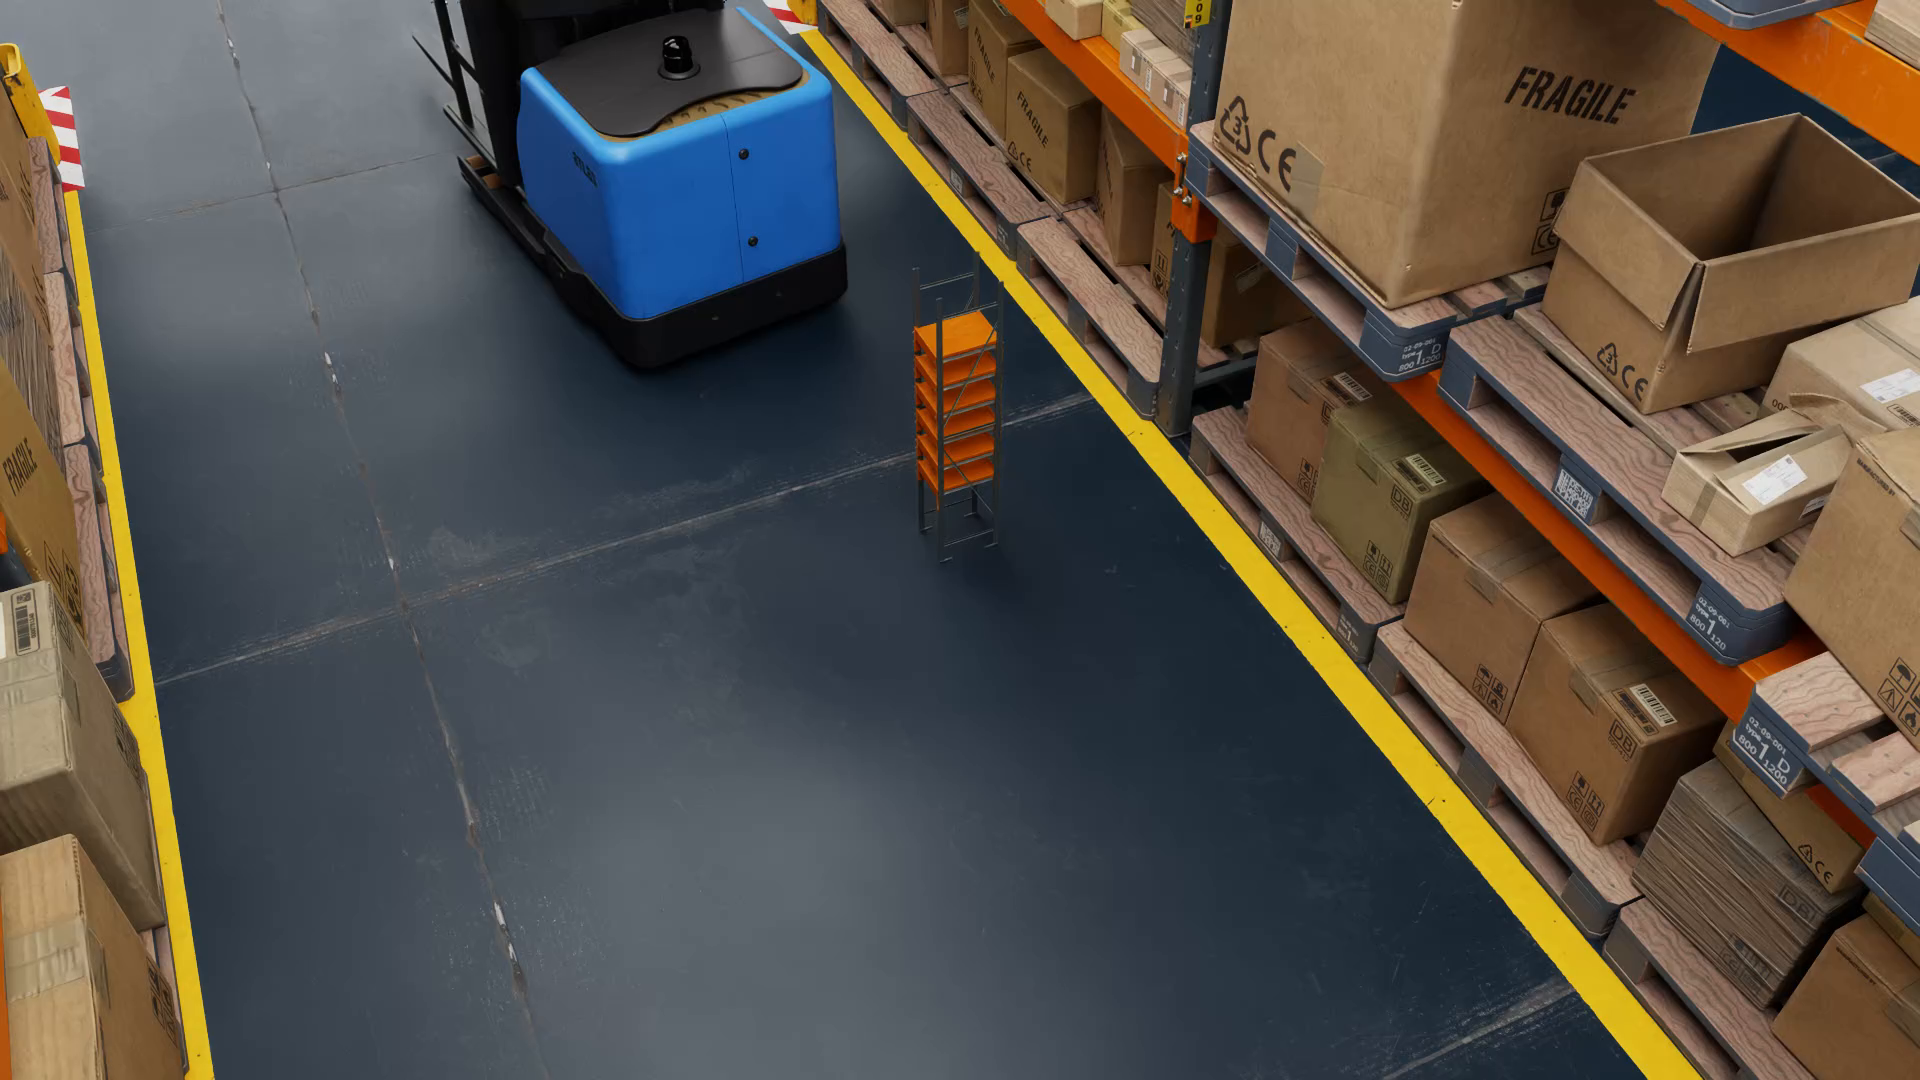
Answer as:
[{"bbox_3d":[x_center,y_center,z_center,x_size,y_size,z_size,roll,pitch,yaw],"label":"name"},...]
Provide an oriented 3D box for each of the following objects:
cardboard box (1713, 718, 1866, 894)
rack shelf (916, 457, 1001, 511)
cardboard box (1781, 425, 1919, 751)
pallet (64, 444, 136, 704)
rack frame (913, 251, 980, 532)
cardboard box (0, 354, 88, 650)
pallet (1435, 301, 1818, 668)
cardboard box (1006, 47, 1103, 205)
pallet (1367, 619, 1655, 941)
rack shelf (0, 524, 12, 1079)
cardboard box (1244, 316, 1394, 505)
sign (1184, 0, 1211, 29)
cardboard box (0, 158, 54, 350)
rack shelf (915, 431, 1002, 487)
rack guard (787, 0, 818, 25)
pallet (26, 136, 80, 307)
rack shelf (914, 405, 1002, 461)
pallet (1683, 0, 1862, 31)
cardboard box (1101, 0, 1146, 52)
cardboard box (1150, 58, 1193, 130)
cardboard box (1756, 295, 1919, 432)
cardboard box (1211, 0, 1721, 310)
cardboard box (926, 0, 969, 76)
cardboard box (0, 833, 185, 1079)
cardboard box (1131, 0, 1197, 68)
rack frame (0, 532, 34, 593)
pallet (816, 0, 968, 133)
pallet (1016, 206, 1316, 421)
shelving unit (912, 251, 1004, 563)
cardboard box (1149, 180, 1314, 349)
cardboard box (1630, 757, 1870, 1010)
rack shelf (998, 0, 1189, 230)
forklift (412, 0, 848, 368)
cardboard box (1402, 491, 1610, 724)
[{"bbox_3d":[2.405,0.609,4.429,0.500,0.250,0.500,-13,46,-13],"label":"cardboard box"},{"bbox_3d":[-0.006,-0.234,6.038,0.258,0.103,0.180,-18,47,-17],"label":"rack shelf"},{"bbox_3d":[2.357,0.053,3.691,0.700,0.500,0.500,-12,46,-12],"label":"cardboard box"},{"bbox_3d":[-3.528,0.232,5.864,1.003,0.211,1.213,-18,47,-17],"label":"pallet"},{"bbox_3d":[-0.045,-0.495,5.897,0.240,1.200,0.006,-18,47,-17],"label":"rack frame"},{"bbox_3d":[-3.480,-0.067,5.396,0.875,0.875,0.875,-17,47,-17],"label":"cardboard box"},{"bbox_3d":[2.076,-0.285,4.540,1.003,0.211,1.213,-18,47,-17],"label":"pallet"},{"bbox_3d":[0.552,-1.915,7.535,0.500,0.500,0.500,-22,49,-21],"label":"cardboard box"},{"bbox_3d":[2.109,0.614,5.477,1.003,0.211,1.213,-18,47,-17],"label":"pallet"},{"bbox_3d":[-2.438,1.278,3.331,1.077,0.370,4.000,-18,47,-17],"label":"rack shelf"},{"bbox_3d":[1.503,-0.522,6.110,0.700,0.500,0.500,-22,49,-20],"label":"cardboard box"},{"bbox_3d":[0.775,-1.796,5.318,0.100,0.325,0.005,-18,47,-17],"label":"sign"},{"bbox_3d":[-4.244,-1.222,6.567,0.875,0.875,0.875,-19,48,-18],"label":"cardboard box"},{"bbox_3d":[-0.006,-0.319,5.953,0.258,0.103,0.180,-18,47,-17],"label":"rack shelf"},{"bbox_3d":[-0.386,-3.264,9.202,1.175,0.500,0.348,-18,47,-17],"label":"rack guard"},{"bbox_3d":[-4.554,-1.323,7.440,1.003,0.211,1.213,-18,47,-17],"label":"pallet"},{"bbox_3d":[-0.006,-0.405,5.869,0.258,0.103,0.180,-18,47,-17],"label":"rack shelf"},{"bbox_3d":[1.866,-1.569,3.702,1.213,0.211,1.003,-18,47,-17],"label":"pallet"},{"bbox_3d":[0.760,-1.953,6.272,0.380,0.149,0.250,-18,47,-17],"label":"cardboard box"},{"bbox_3d":[0.907,-1.614,5.929,0.380,0.149,0.250,-18,47,-17],"label":"cardboard box"},{"bbox_3d":[2.450,-0.336,4.263,0.500,0.250,0.500,-19,48,-19],"label":"cardboard box"},{"bbox_3d":[1.471,-1.468,4.876,1.000,1.000,1.000,-18,47,-17],"label":"cardboard box"},{"bbox_3d":[0.112,-2.688,8.319,0.500,0.500,0.500,-7,45,-7],"label":"cardboard box"},{"bbox_3d":[-2.534,1.384,4.015,1.050,0.750,0.750,-18,47,-17],"label":"cardboard box"},{"bbox_3d":[1.131,-2.099,5.959,0.875,0.500,0.500,-18,47,-17],"label":"cardboard box"},{"bbox_3d":[-3.279,-0.253,4.370,1.000,3.000,0.127,-18,47,-17],"label":"rack frame"},{"bbox_3d":[-0.076,-2.633,8.768,1.003,0.211,1.213,-18,47,-17],"label":"pallet"},{"bbox_3d":[0.949,-1.078,7.192,1.003,0.211,1.213,-18,47,-17],"label":"pallet"},{"bbox_3d":[-0.006,-0.436,5.838,0.258,1.200,0.189,-18,47,-17],"label":"shelving unit"},{"bbox_3d":[1.132,-1.179,6.790,0.500,0.500,0.500,-19,48,-19],"label":"cardboard box"},{"bbox_3d":[2.401,0.859,4.711,0.700,0.500,0.500,-22,49,-21],"label":"cardboard box"},{"bbox_3d":[0.423,-2.671,7.334,1.077,0.370,4.000,-18,47,-17],"label":"rack shelf"},{"bbox_3d":[-1.722,-2.764,6.965,1.130,2.935,3.031,-25,50,-23],"label":"forklift"},{"bbox_3d":[1.922,0.144,5.435,0.700,0.500,0.500,-22,49,-21],"label":"cardboard box"}]
